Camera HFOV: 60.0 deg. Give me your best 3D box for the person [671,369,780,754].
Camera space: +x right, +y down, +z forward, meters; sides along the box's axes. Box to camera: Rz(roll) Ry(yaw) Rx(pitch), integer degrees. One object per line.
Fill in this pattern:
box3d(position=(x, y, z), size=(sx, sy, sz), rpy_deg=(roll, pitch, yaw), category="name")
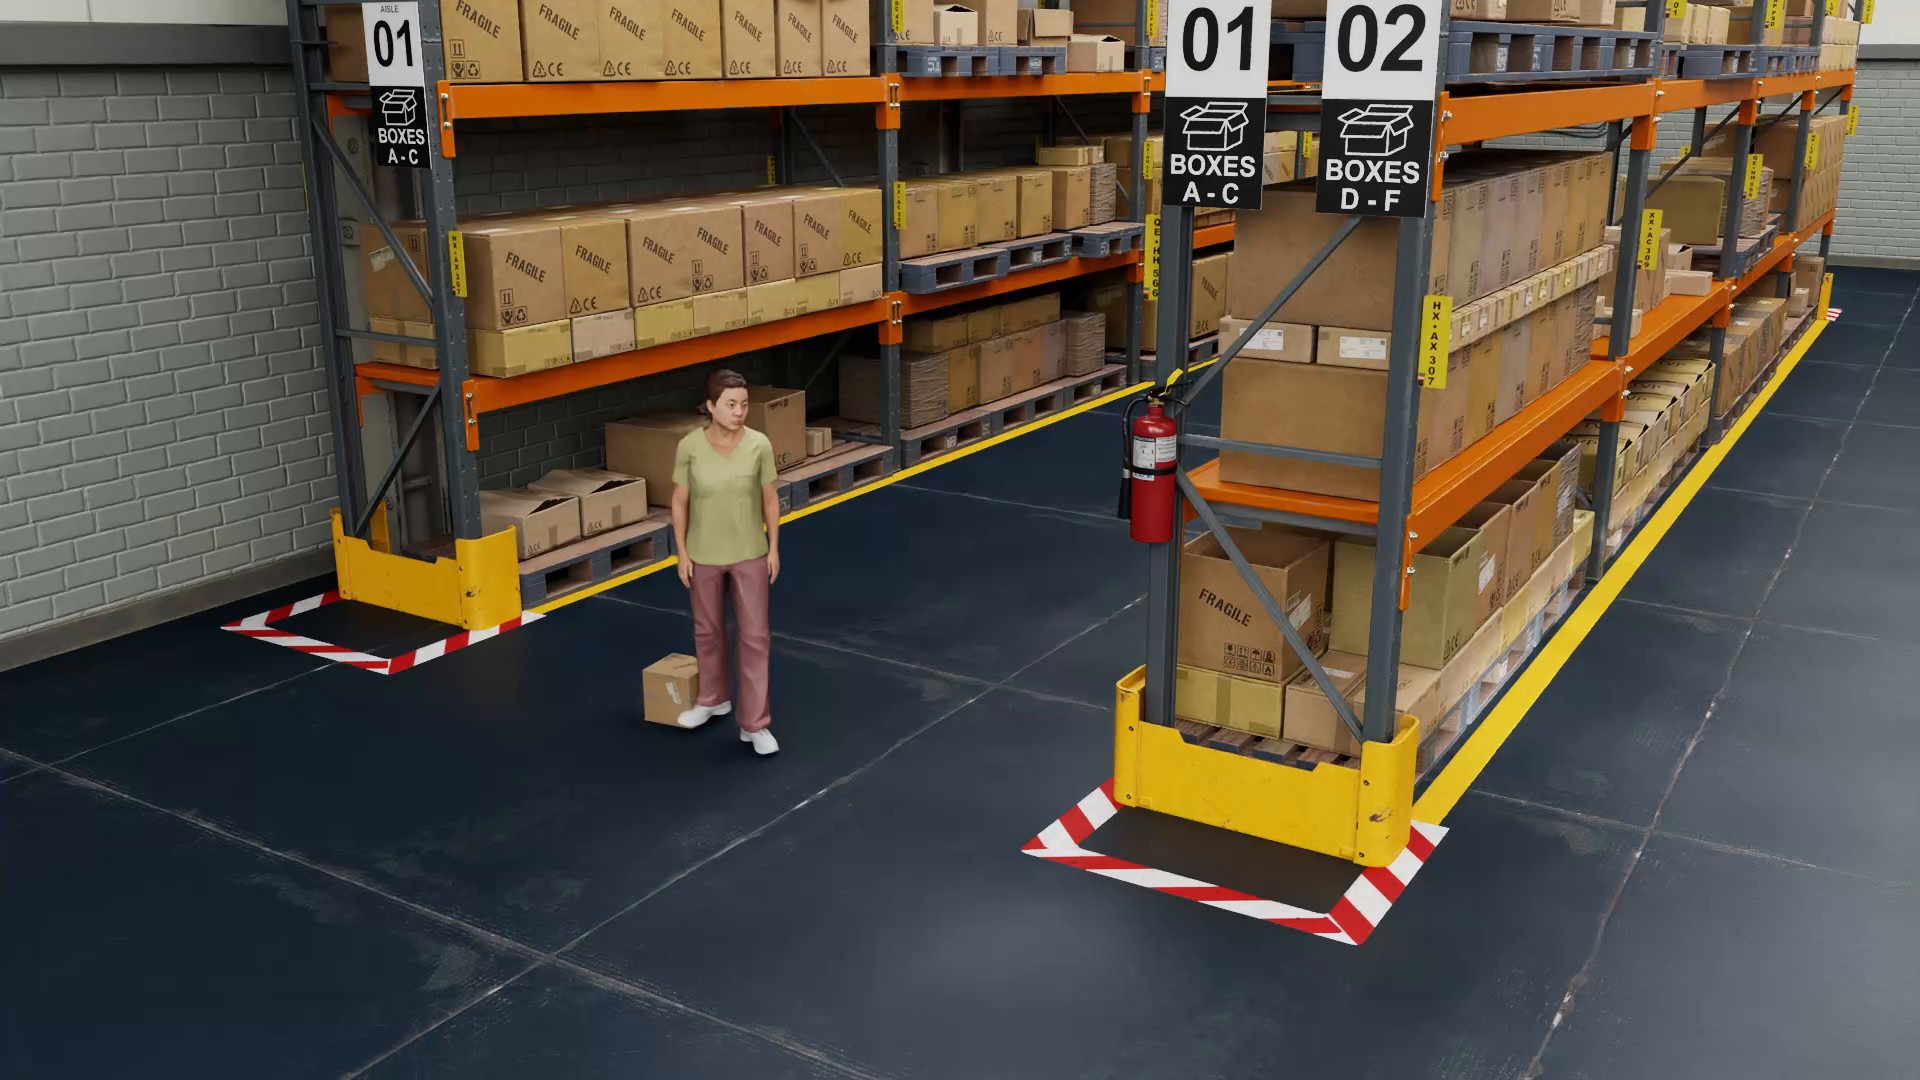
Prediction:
box3d(position=(-1.030, 0.078, 7.263), size=(0.493, 1.670, 0.559), rpy_deg=(-2, 16, -6), category="person")
